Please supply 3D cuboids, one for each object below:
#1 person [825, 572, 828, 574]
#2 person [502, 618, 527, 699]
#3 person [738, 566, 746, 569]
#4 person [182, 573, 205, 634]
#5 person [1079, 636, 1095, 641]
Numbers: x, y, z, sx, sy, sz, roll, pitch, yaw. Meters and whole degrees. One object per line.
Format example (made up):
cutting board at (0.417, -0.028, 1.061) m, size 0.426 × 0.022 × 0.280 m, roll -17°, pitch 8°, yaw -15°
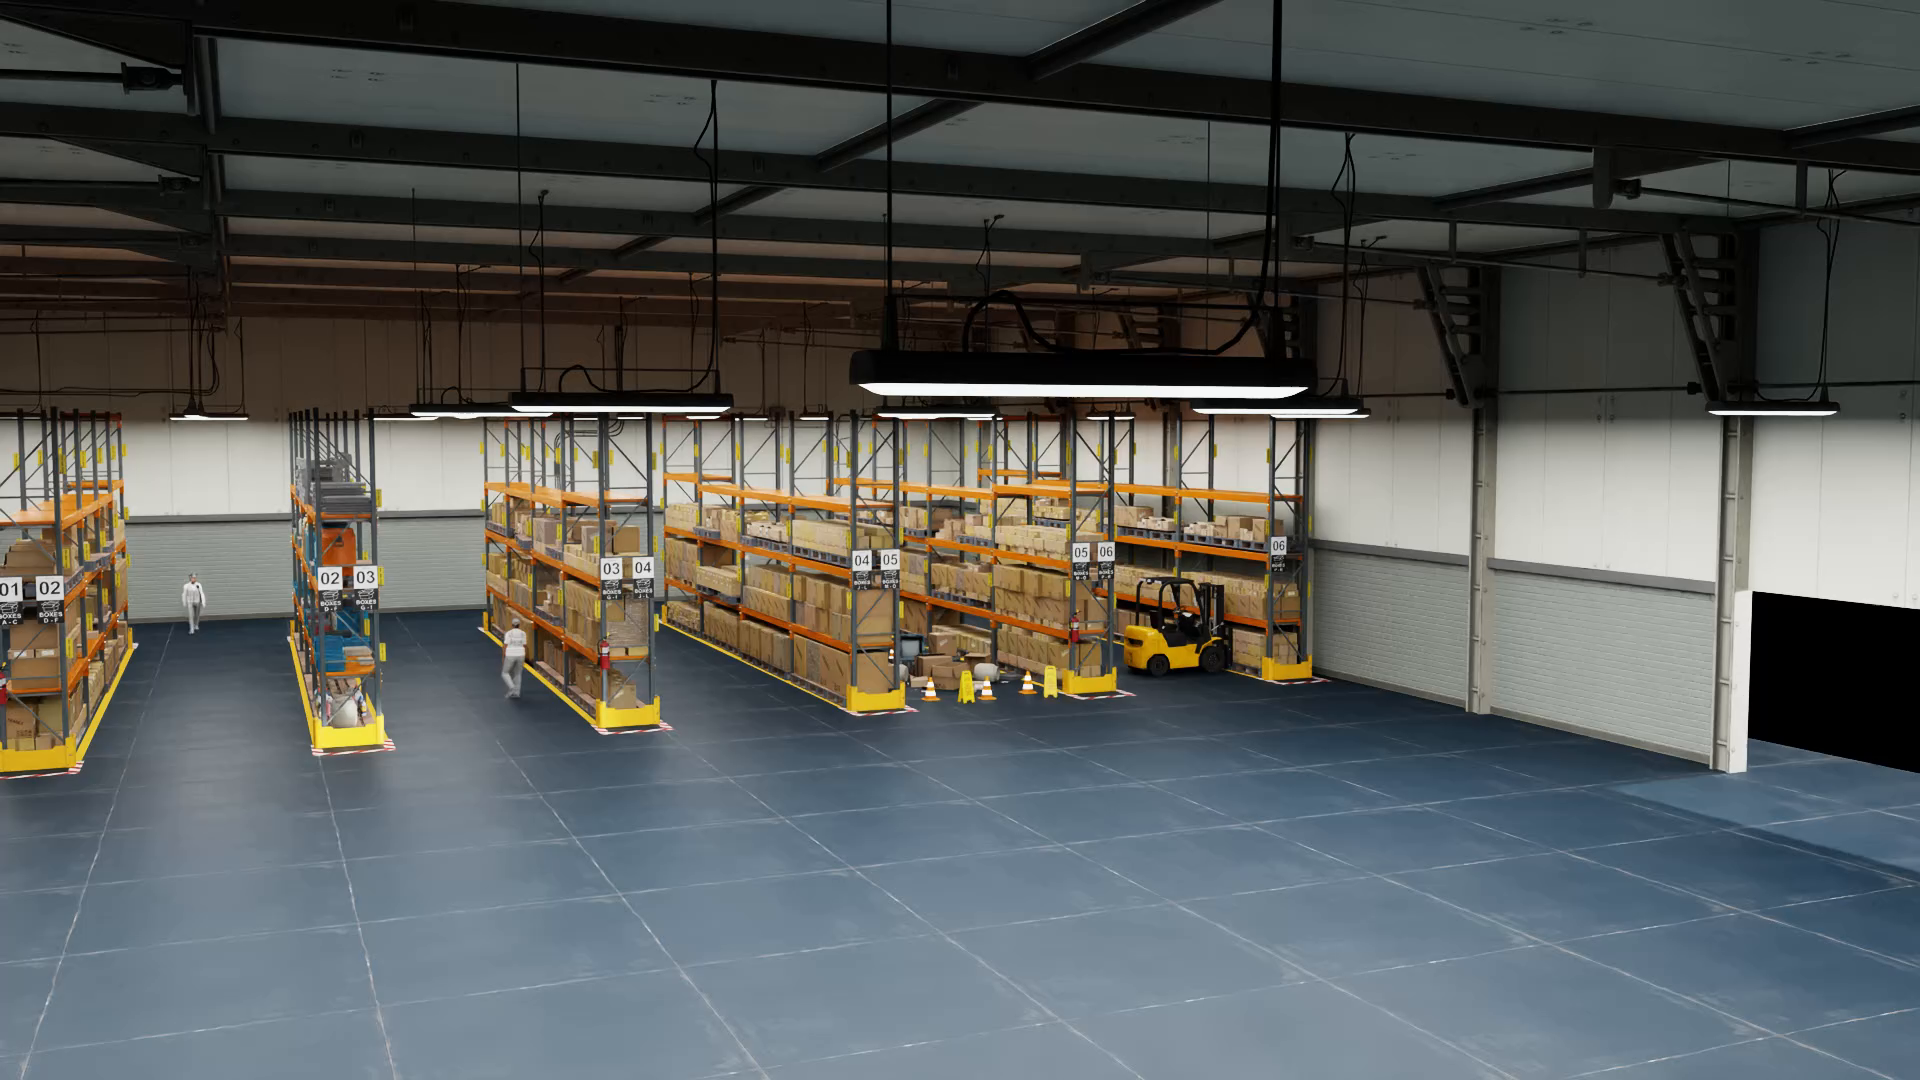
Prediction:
person at (-3.526, 1.709, 44.727) m, size 0.586 × 1.761 × 0.535 m, roll -3°, pitch 5°, yaw -38°
person at (-9.256, 2.463, 34.584) m, size 0.512 × 1.664 × 0.494 m, roll -2°, pitch 5°, yaw -31°
person at (-6.659, 1.376, 49.906) m, size 1.079 × 1.700 × 0.515 m, roll -3°, pitch 5°, yaw -39°
person at (-20.949, 1.709, 45.450) m, size 0.568 × 1.614 × 1.024 m, roll -2°, pitch 4°, yaw -26°
person at (3.046, 2.100, 39.851) m, size 0.678 × 1.679 × 0.793 m, roll -2°, pitch 4°, yaw -23°
